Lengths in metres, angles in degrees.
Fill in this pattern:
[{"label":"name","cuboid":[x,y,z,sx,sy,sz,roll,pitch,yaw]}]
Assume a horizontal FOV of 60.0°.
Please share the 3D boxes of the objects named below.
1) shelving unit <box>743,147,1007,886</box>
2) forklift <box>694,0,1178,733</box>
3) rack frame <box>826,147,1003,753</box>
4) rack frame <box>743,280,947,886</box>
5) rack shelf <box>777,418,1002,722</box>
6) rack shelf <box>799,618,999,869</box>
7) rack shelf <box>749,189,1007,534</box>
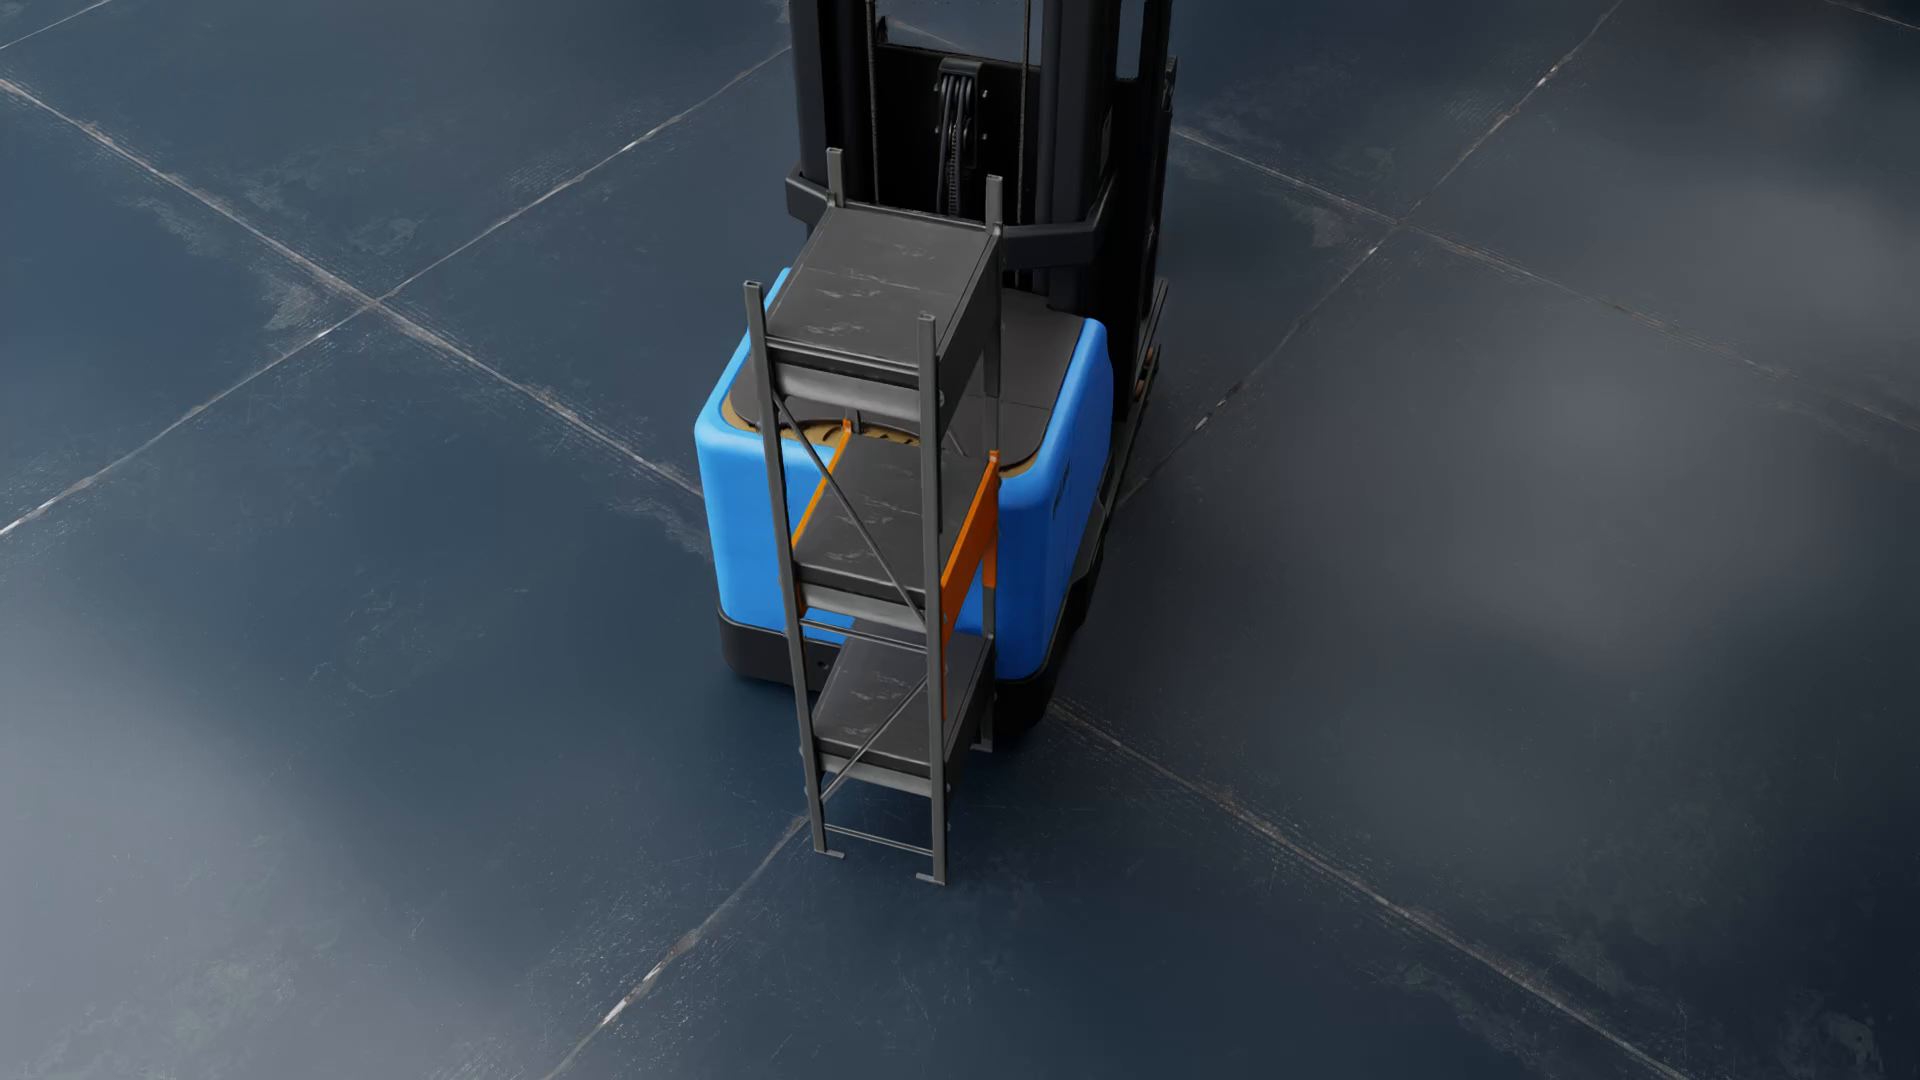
[{"label":"shelving unit","cuboid":[-0.167,0.067,4.229,0.431,2.100,0.503,12,48,11]},{"label":"forklift","cuboid":[0.129,-1.511,5.167,1.130,2.935,3.031,11,47,11]},{"label":"rack frame","cuboid":[-0.096,-0.105,4.388,0.400,2.100,0.015,12,48,11]},{"label":"rack frame","cuboid":[-0.237,0.238,4.070,0.400,2.100,0.015,12,48,11]},{"label":"rack shelf","cuboid":[-0.166,0.076,4.239,0.431,0.518,0.480,12,48,11]},{"label":"rack shelf","cuboid":[-0.163,0.552,4.752,0.431,0.518,0.480,12,48,11]},{"label":"rack shelf","cuboid":[-0.170,-0.400,3.726,0.431,0.518,0.480,12,48,11]}]
